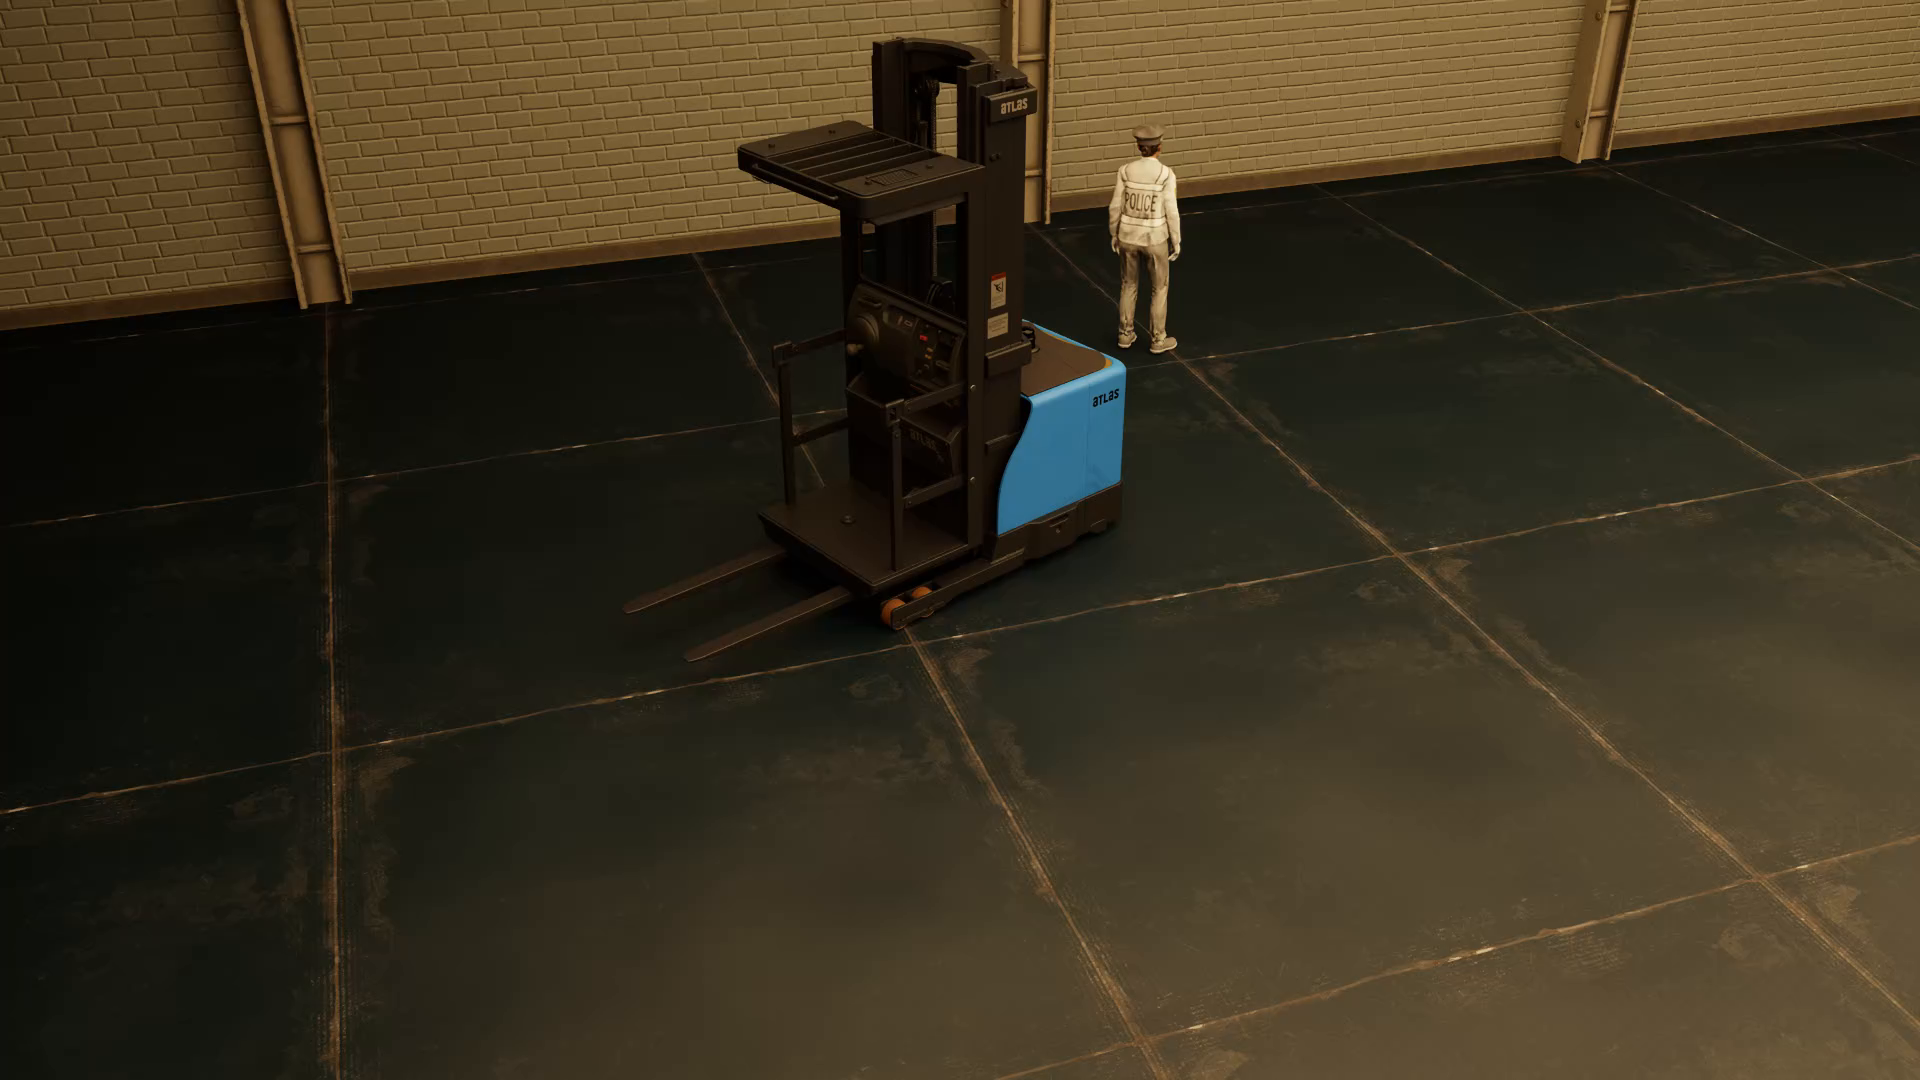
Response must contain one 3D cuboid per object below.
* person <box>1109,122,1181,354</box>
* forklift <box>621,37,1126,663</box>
[{"bbox_3d":[1.348,-2.189,12.164,0.543,1.665,0.373,13,32,21],"label":"person"},{"bbox_3d":[-0.461,-1.072,8.951,3.031,2.935,1.130,-23,37,-34],"label":"forklift"}]
